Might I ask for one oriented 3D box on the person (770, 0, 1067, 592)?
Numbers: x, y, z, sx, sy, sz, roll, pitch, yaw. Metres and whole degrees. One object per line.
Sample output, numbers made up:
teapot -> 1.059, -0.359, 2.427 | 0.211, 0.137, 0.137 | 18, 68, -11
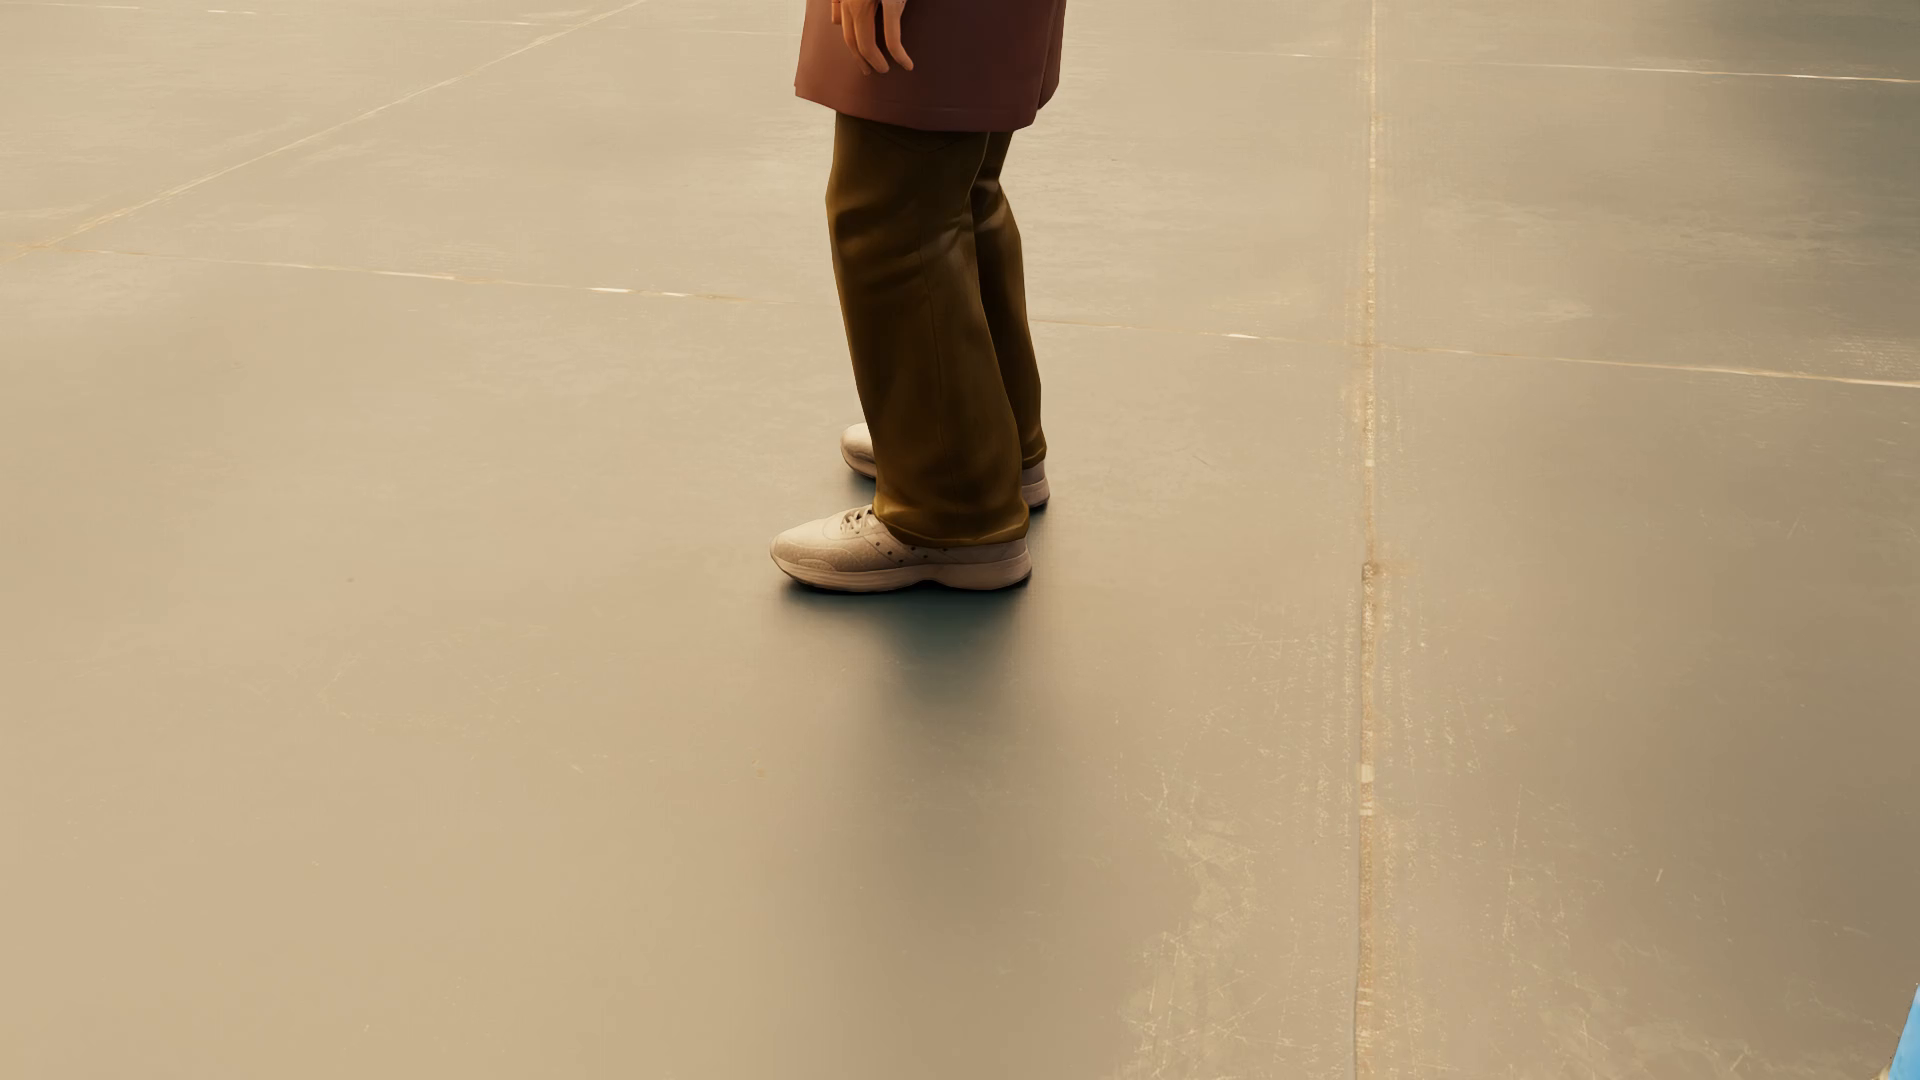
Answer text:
person -> -0.037, -0.785, 2.089 | 0.434, 1.772, 0.645 | 4, 27, 8
